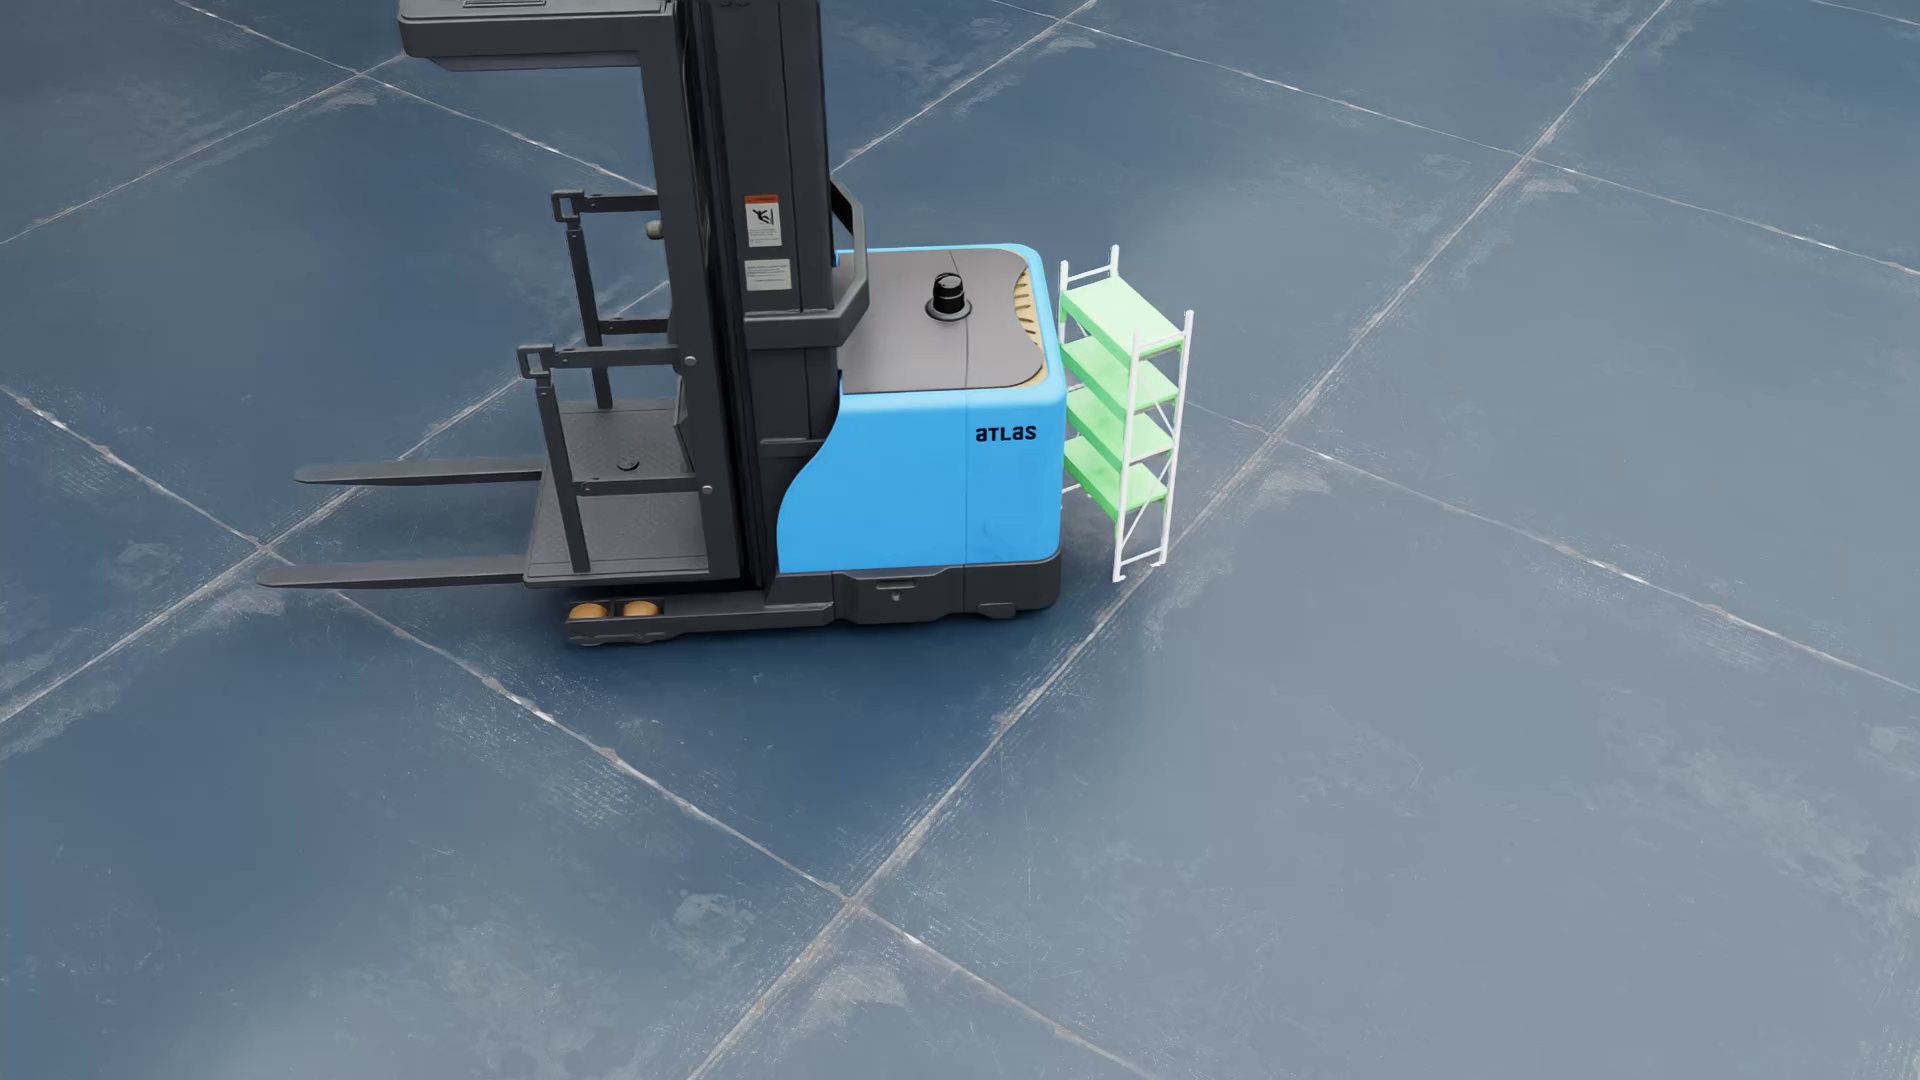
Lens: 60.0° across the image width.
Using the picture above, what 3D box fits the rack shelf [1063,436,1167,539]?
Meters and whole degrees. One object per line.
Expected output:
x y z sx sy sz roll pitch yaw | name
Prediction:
0.596 -0.236 6.570 0.258 0.148 0.480 -20 45 -21 | rack shelf

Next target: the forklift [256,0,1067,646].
-1.155 -1.057 5.734 3.031 2.935 1.130 -3 42 -3 | forklift

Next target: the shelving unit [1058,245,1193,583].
0.596 -0.463 6.367 0.258 1.200 0.503 -20 45 -21 | shelving unit

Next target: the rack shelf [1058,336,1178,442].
0.596 -0.594 6.250 0.258 0.148 0.480 -20 45 -21 | rack shelf

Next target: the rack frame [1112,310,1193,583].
0.712 -0.320 6.207 0.240 1.200 0.015 -20 45 -21 | rack frame

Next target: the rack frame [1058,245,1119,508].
0.480 -0.606 6.527 0.240 1.200 0.015 -20 45 -21 | rack frame

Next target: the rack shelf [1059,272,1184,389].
0.596 -0.773 6.090 0.258 0.148 0.480 -20 45 -21 | rack shelf

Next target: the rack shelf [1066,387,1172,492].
0.596 -0.415 6.410 0.258 0.148 0.480 -20 45 -21 | rack shelf
